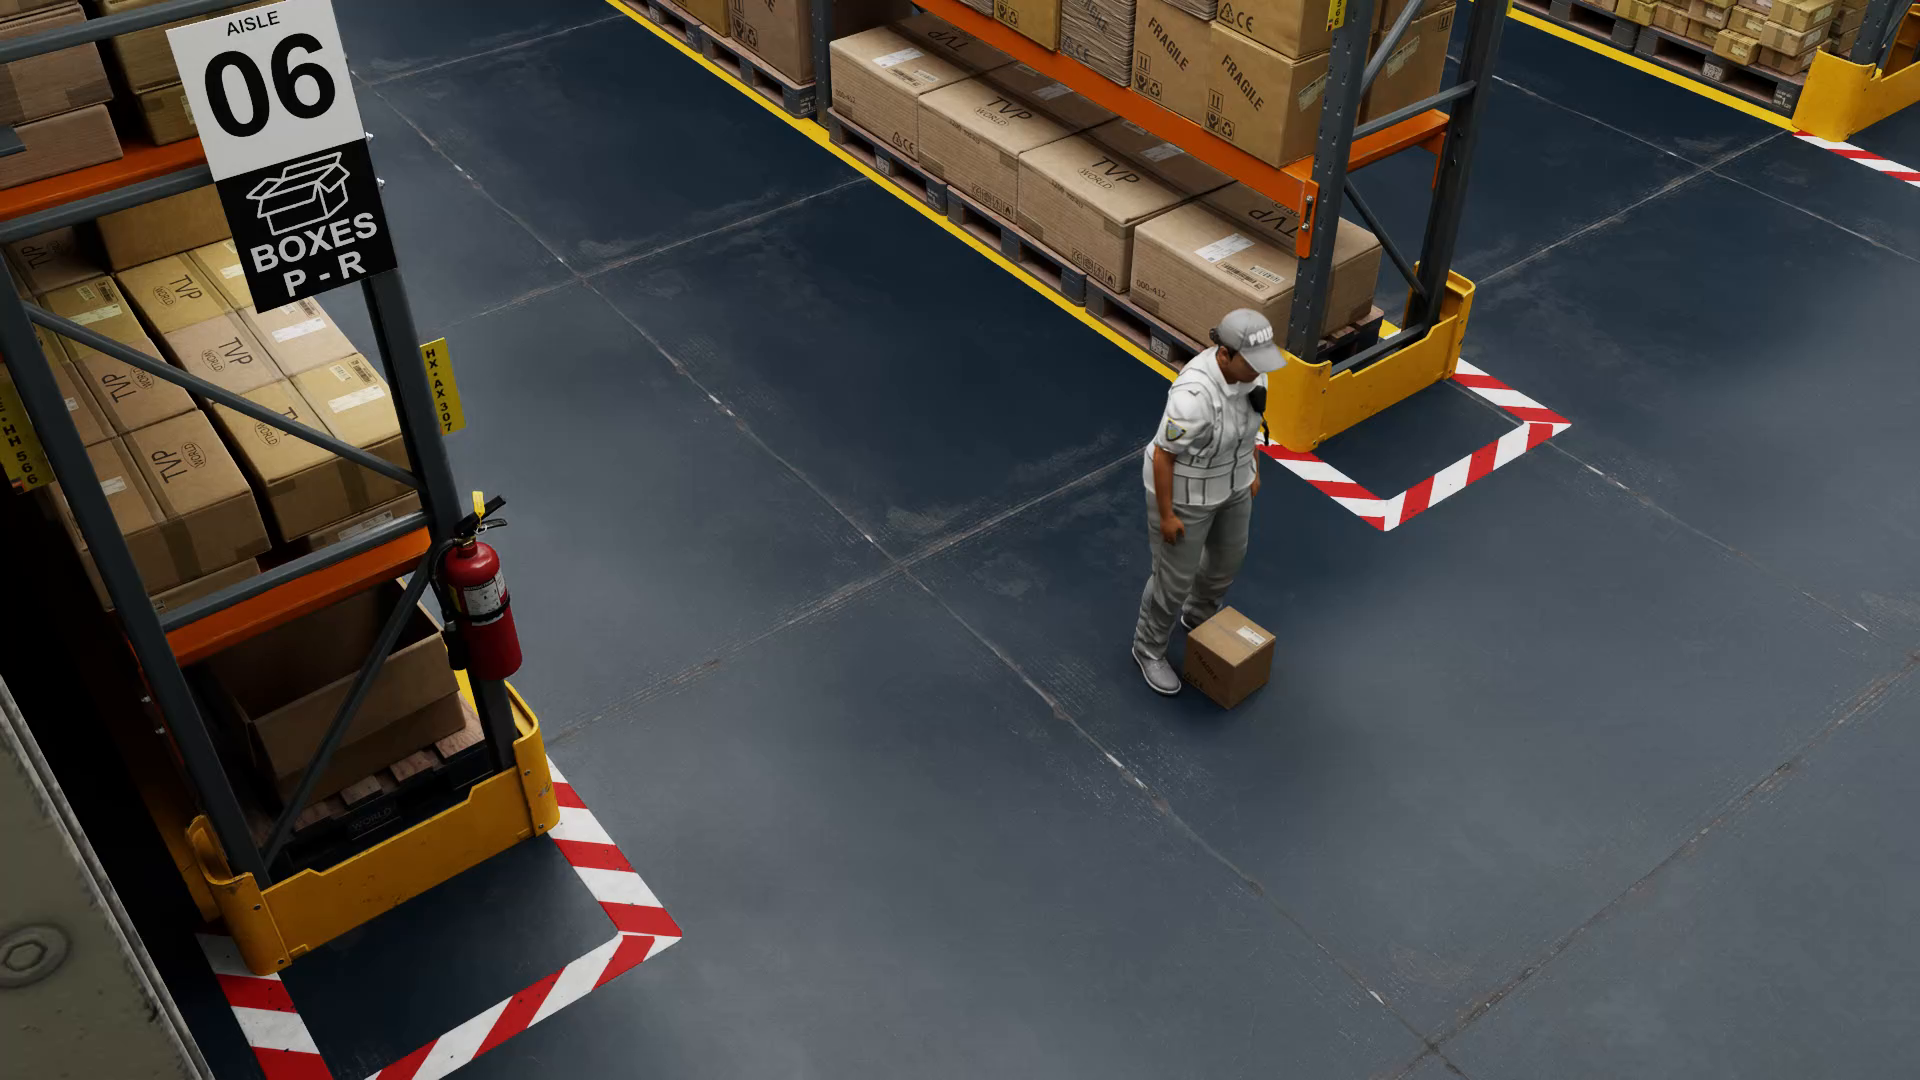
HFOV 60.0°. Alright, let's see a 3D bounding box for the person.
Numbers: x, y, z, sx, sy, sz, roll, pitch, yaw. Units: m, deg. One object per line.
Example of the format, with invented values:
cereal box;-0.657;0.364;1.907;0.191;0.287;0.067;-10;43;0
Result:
person;0.947;-0.174;6.356;0.552;1.666;0.472;-28;48;-28
